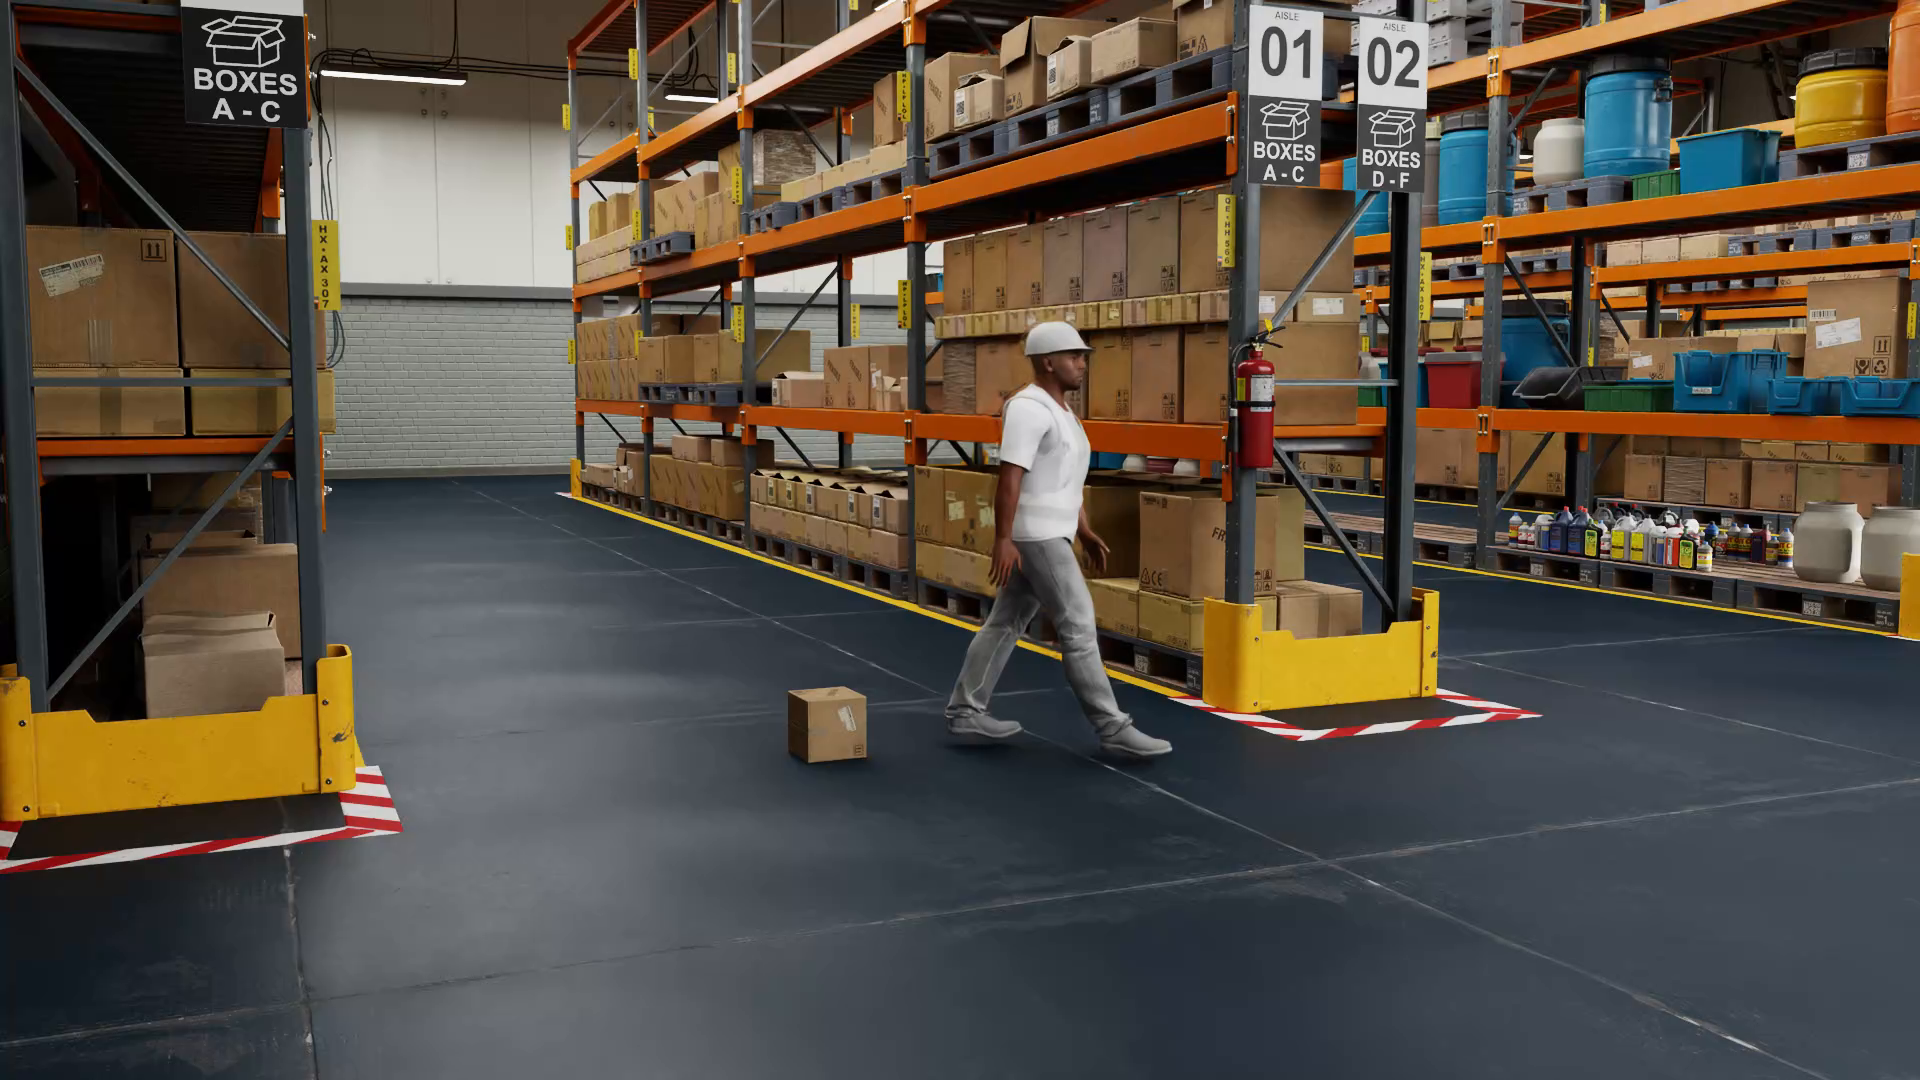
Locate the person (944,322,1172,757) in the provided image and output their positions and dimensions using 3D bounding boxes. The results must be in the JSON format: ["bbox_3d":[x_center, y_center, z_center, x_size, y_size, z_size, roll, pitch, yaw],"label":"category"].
[{"bbox_3d":[0.401,-0.024,6.765,0.946,1.714,0.586,1,5,9],"label":"person"}]
